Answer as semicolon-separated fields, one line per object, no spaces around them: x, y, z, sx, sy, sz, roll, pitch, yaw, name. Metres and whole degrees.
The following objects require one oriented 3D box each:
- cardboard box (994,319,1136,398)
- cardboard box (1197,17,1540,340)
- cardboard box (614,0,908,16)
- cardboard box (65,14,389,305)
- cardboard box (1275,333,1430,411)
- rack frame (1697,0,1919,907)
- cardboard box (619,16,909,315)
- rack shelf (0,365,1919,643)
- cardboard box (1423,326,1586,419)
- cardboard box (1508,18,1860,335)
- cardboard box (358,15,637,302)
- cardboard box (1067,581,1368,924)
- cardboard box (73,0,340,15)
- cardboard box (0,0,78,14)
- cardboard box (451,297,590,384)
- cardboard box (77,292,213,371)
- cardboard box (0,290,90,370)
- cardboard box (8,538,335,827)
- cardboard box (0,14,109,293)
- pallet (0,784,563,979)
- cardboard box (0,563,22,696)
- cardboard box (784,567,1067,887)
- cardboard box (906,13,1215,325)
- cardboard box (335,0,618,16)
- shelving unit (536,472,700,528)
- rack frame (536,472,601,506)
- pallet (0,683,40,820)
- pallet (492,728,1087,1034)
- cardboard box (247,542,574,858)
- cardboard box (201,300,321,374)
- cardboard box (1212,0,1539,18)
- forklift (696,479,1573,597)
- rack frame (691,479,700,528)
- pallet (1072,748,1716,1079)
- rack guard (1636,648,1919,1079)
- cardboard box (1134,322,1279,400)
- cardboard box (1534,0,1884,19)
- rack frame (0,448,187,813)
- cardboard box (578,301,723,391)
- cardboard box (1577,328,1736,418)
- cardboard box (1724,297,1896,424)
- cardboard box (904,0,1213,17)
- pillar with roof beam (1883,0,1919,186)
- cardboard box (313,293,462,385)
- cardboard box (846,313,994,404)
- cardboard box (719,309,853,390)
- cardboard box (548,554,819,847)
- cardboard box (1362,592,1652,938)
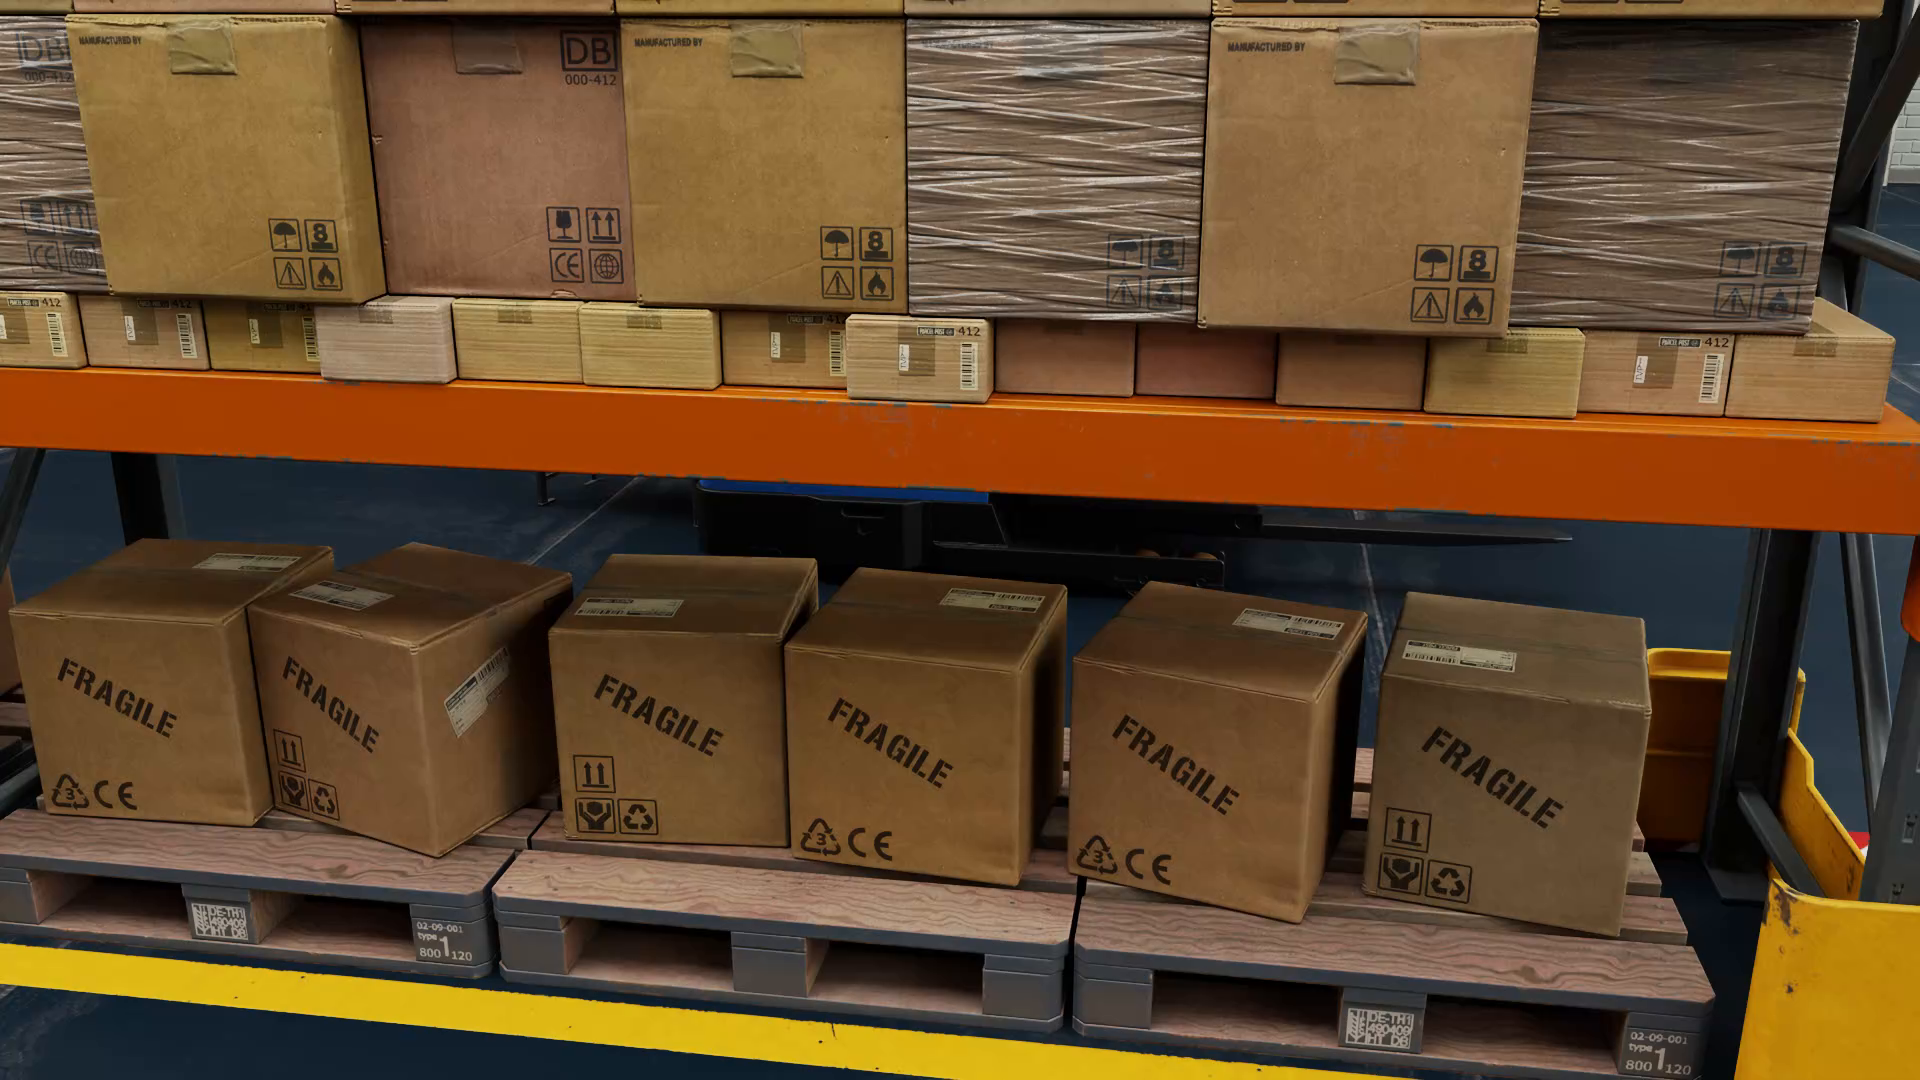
0.213;-0.387;3.128;0.250;0.149;0.380;3;19;9;cardboard box
0.713;-0.711;3.074;0.500;0.500;0.875;3;19;9;cardboard box
-0.298;-1.188;2.925;0.500;0.500;0.500;3;19;9;cardboard box
-1.263;-0.810;3.370;0.500;0.500;0.875;3;19;9;cardboard box
0.704;-0.356;3.035;0.250;0.149;0.380;3;19;9;cardboard box
1.764;-0.498;3.066;0.127;3.000;1.000;3;19;9;rack frame
-0.266;-0.778;3.276;0.500;0.500;0.875;3;19;9;cardboard box
-0.210;-0.258;3.481;4.000;0.370;1.077;3;19;9;rack shelf
0.948;-0.338;2.983;0.250;0.149;0.380;3;19;9;cardboard box
1.226;-0.723;3.111;0.500;0.500;0.875;3;19;9;cardboard box
-0.753;-0.816;3.389;0.500;0.500;0.875;3;19;9;cardboard box
0.555;0.432;3.563;0.500;0.500;0.500;8;20;23;cardboard box
-1.287;-1.235;3.066;0.500;0.500;0.500;3;19;9;cardboard box
-1.781;-1.260;3.140;0.500;0.500;0.500;3;19;9;cardboard box
-0.783;-0.420;3.228;0.250;0.149;0.380;3;19;9;cardboard box
-1.525;-0.455;3.332;0.250;0.149;0.380;3;19;9;cardboard box
-1.776;-0.459;3.343;0.250;0.149;0.380;3;19;9;cardboard box
-1.797;0.319;3.900;0.500;0.500;0.500;2;19;7;cardboard box
-1.751;-0.846;3.479;0.500;0.500;0.875;3;19;9;cardboard box
-1.516;0.645;4.042;1.213;0.211;1.003;3;19;9;pallet
-2.788;0.239;4.107;0.500;0.500;0.700;1;19;4;cardboard box
-0.060;0.394;3.675;0.500;0.500;0.500;5;19;14;cardboard box
0.226;-0.750;3.189;0.500;0.500;0.875;3;19;9;cardboard box
-0.794;-1.210;2.990;0.500;0.500;0.500;3;19;9;cardboard box
-1.279;-0.861;6.514;0.755;1.500;0.431;8;20;22;shelving unit
-1.615;-0.907;6.651;0.023;1.500;0.400;8;20;22;rack frame
-2.954;0.584;4.225;1.213;0.211;1.003;3;19;9;pallet
-0.308;0.706;3.860;1.213;0.211;1.003;3;19;9;pallet
-1.230;0.346;3.821;0.500;0.500;0.500;9;21;26;cardboard box
-1.276;-0.445;3.303;0.250;0.149;0.380;3;19;9;cardboard box
0.687;-1.135;2.765;0.500;0.500;0.500;3;19;9;cardboard box
0.622;-1.359;5.746;3.031;2.935;1.130;3;19;8;forklift
-0.943;-0.815;6.376;0.023;1.500;0.400;8;20;22;rack frame
0.893;0.768;3.675;1.213;0.211;1.003;3;19;9;pallet
1.689;0.683;3.474;0.348;0.500;1.175;3;19;9;rack guard
0.464;-0.381;3.111;0.250;0.149;0.380;3;19;9;cardboard box
1.182;-1.111;2.695;0.500;0.500;0.500;3;19;9;cardboard box
-2.185;-0.700;3.667;0.127;3.000;1.000;3;19;9;rack frame
-0.537;-0.404;3.180;0.250;0.149;0.380;3;19;9;cardboard box
1.203;-0.342;2.993;0.250;0.149;0.380;3;19;9;cardboard box
1.450;-0.329;2.955;0.250;0.149;0.380;3;19;9;cardboard box
0.194;-1.161;2.843;0.500;0.500;0.500;3;19;9;cardboard box
8.816;-6.670;12.056;0.400;9.000;9.100;3;19;9;pillar with roof beam
-1.036;-0.420;3.227;0.250;0.149;0.380;3;19;9;cardboard box
-0.048;-0.372;3.082;0.250;0.149;0.380;3;19;9;cardboard box
-0.283;-0.406;3.185;0.250;0.149;0.380;3;19;9;cardboard box
-0.604;0.352;3.801;0.500;0.500;0.500;1;19;4;cardboard box
1.150;0.451;3.505;0.500;0.500;0.500;7;20;19;cardboard box
